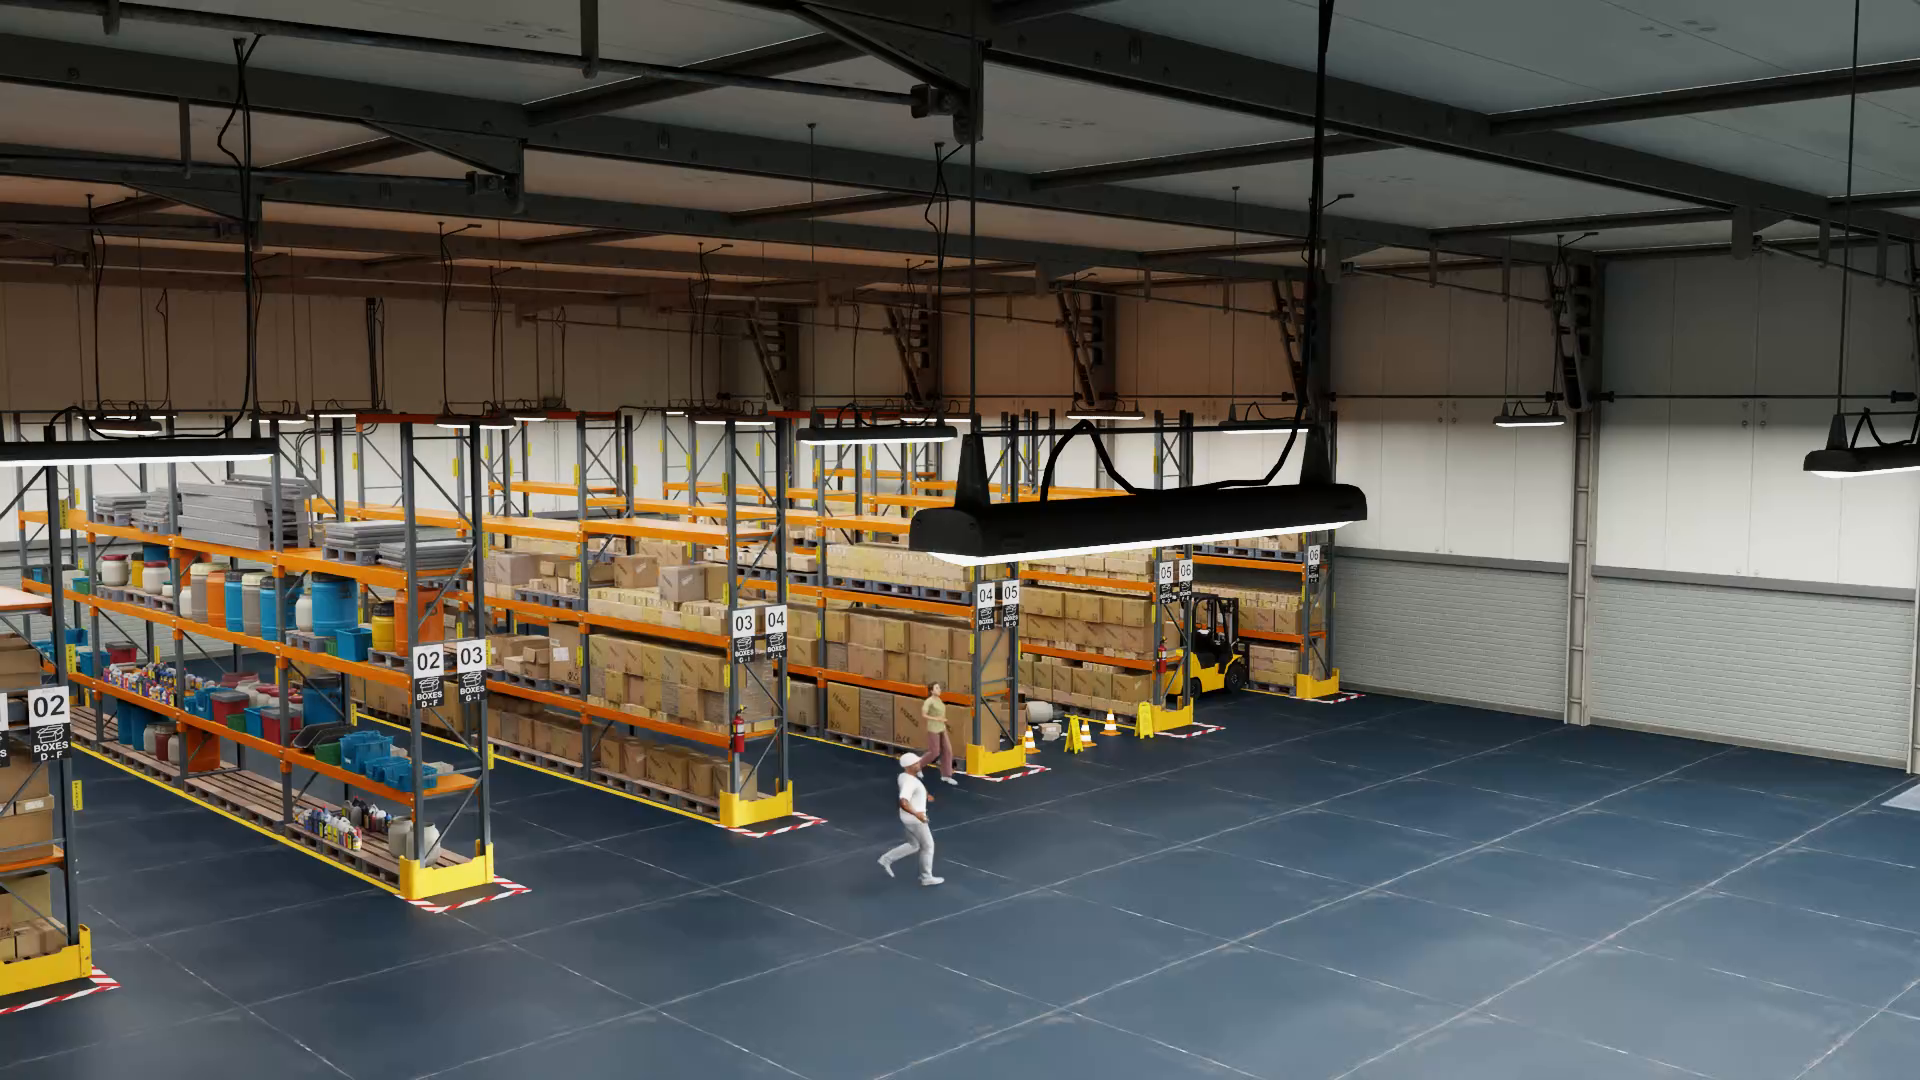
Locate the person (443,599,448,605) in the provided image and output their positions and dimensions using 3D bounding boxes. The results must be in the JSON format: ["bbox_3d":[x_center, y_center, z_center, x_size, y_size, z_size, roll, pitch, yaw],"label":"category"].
[{"bbox_3d":[-12.333,2.162,38.746,0.786,1.602,0.849,2,5,24],"label":"person"}]

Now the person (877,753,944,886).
[{"bbox_3d":[-0.629,3.602,21.446,0.856,1.740,0.714,-1,5,-12],"label":"person"}]

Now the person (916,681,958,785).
[{"bbox_3d":[-0.428,3.146,27.194,0.804,1.685,0.585,3,6,30],"label":"person"}]
